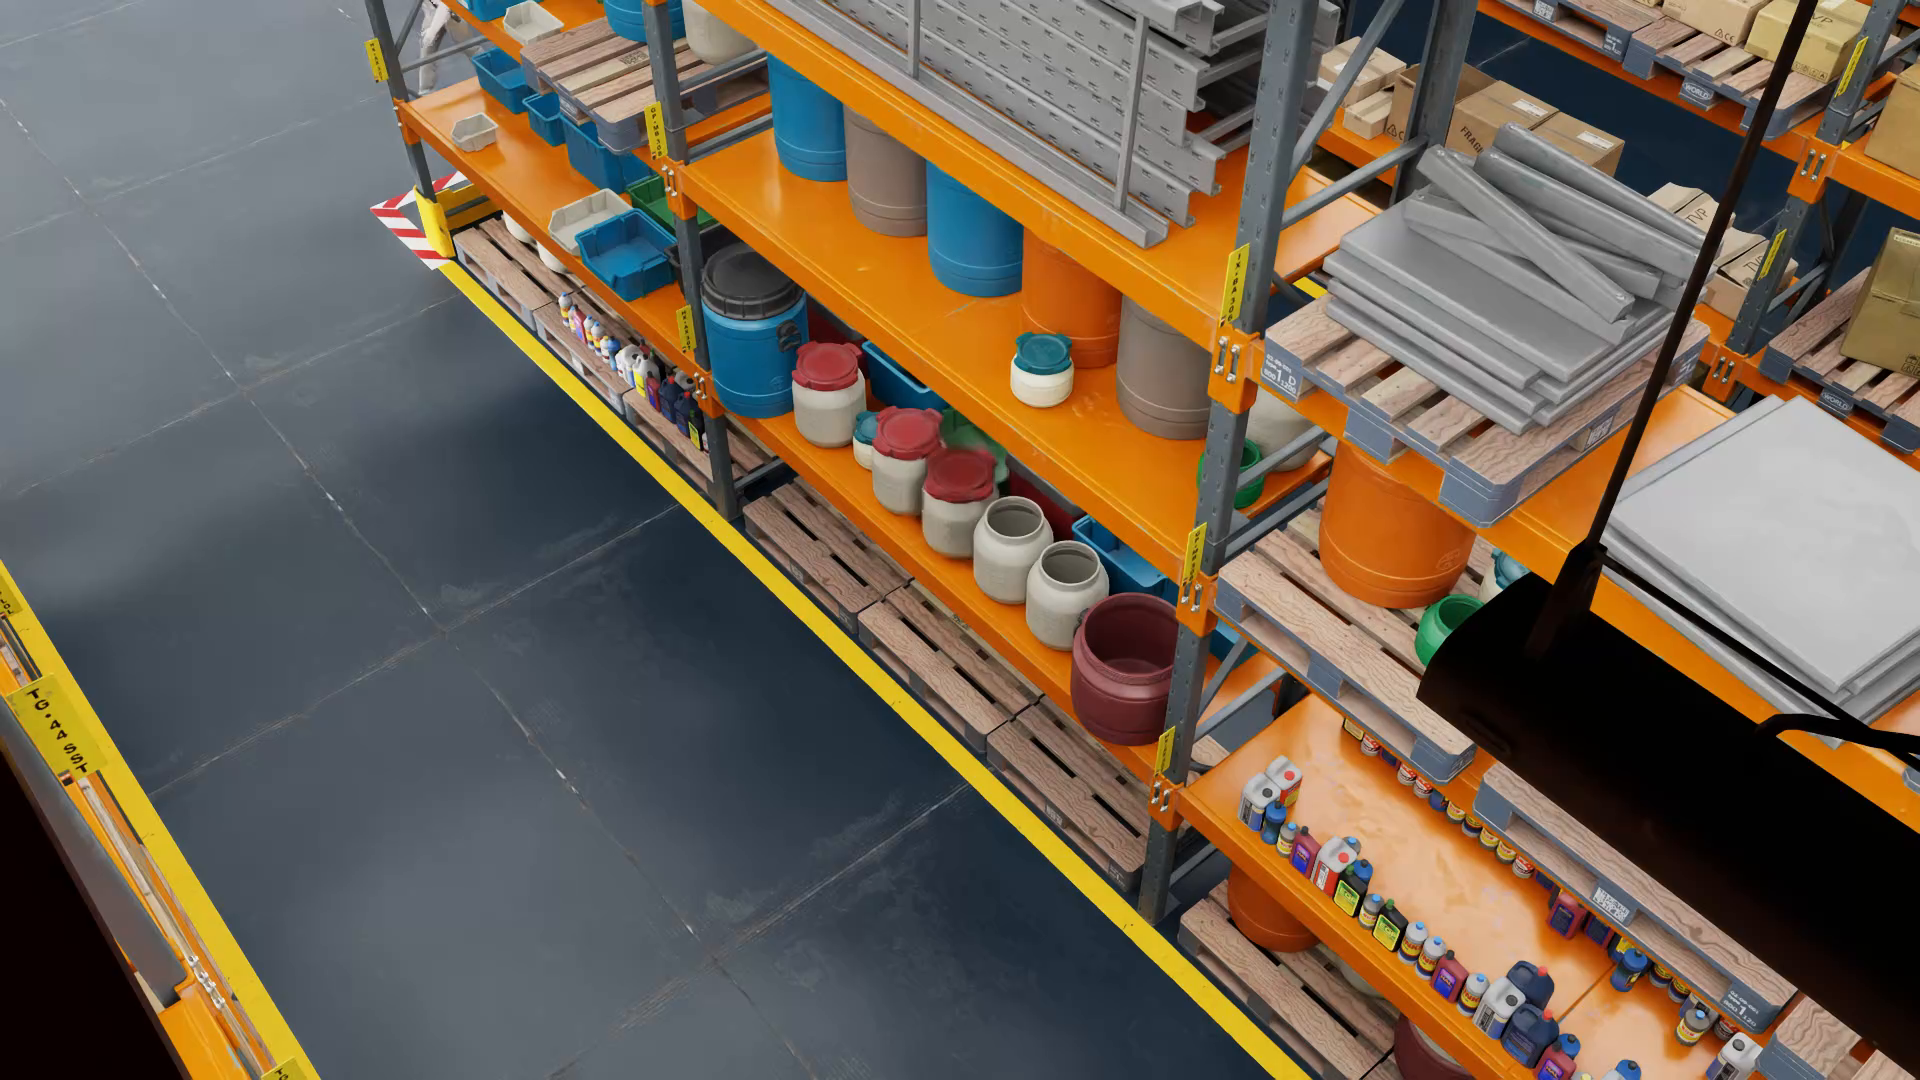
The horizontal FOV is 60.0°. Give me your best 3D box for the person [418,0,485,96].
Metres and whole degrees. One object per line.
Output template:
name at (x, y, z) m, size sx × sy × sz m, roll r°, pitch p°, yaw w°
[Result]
person at (-4.400, -4.377, 13.983) m, size 0.496 × 1.626 × 0.932 m, roll 29°, pitch 53°, yaw 24°
